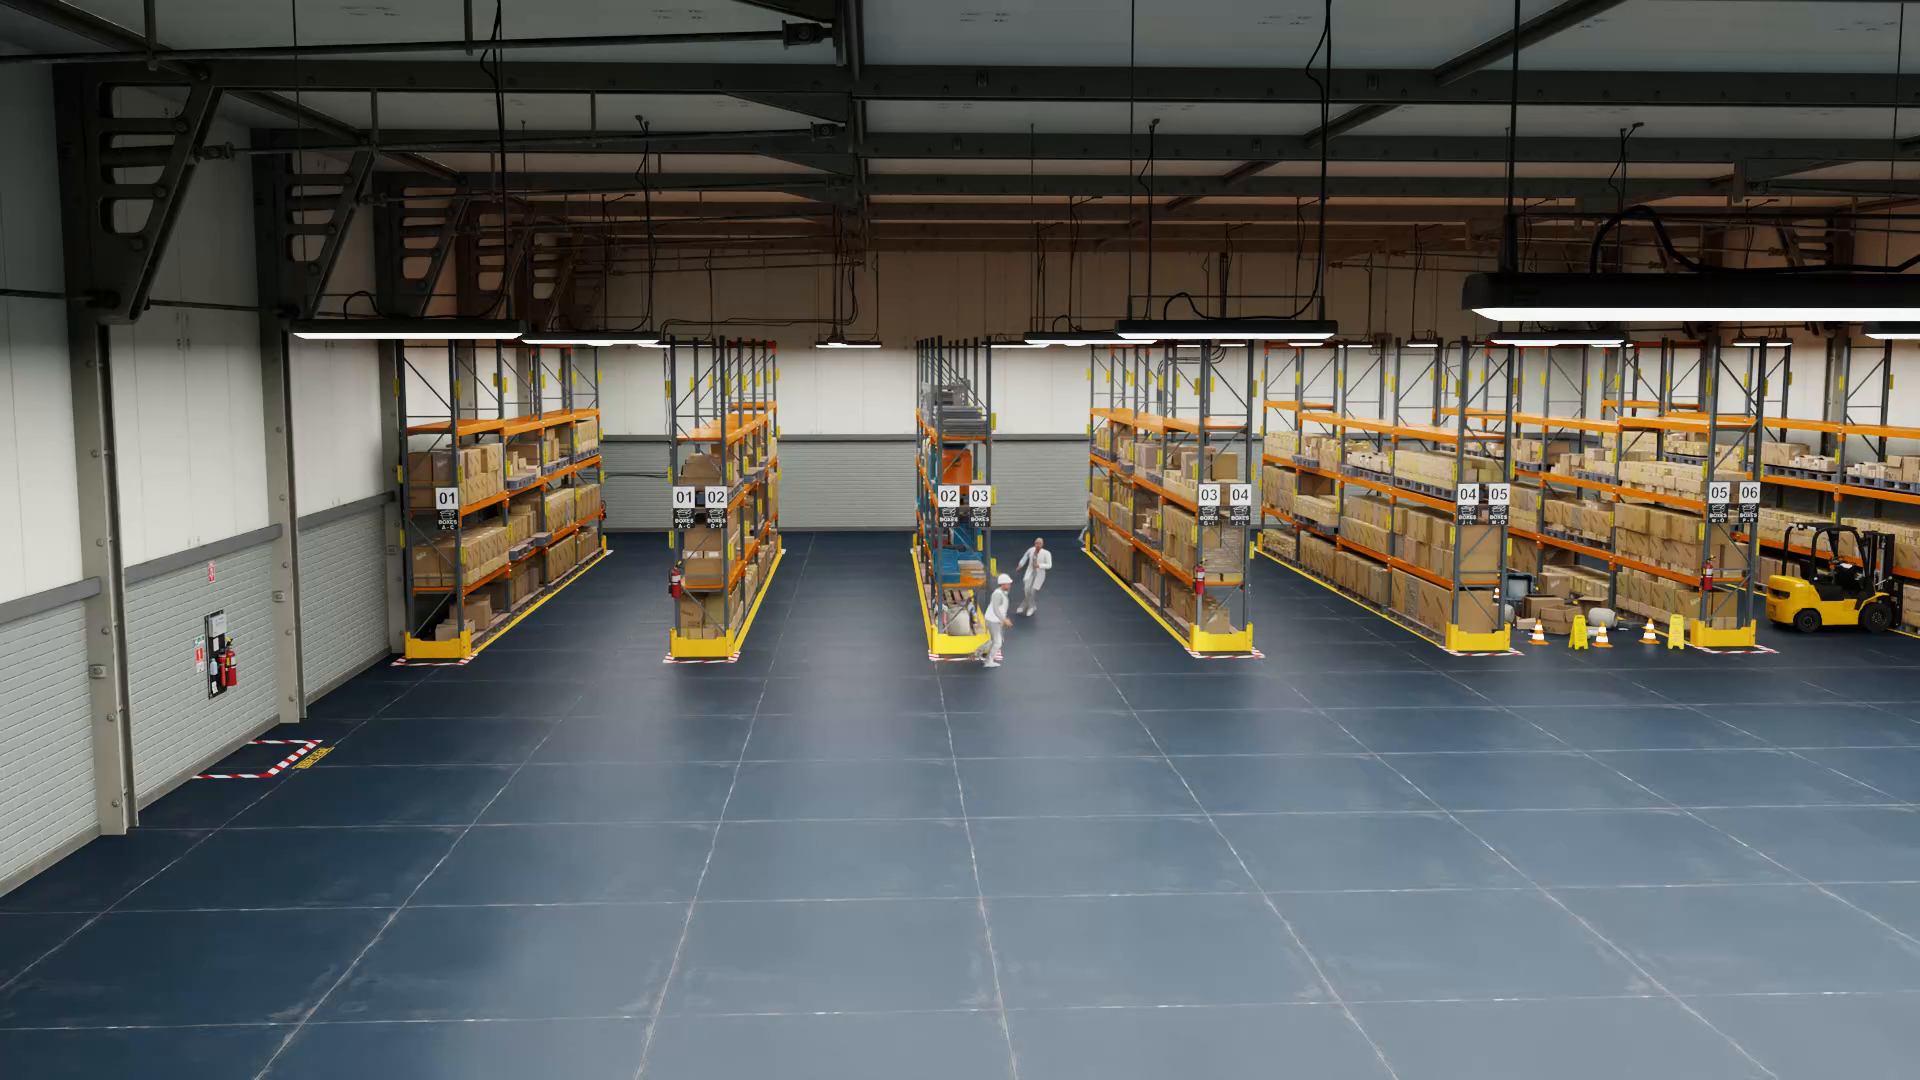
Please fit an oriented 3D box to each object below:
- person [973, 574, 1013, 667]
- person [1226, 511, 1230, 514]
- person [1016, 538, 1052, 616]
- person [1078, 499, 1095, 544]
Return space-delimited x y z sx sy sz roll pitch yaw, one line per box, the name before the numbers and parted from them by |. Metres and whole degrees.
person | 0.602 1.458 30.171 0.757 1.704 0.633 1 7 11
person | 6.690 0.147 41.576 0.651 1.792 0.888 -1 7 -5
person | 1.594 0.782 35.997 0.842 1.683 0.756 1 7 11
person | 3.947 -0.729 48.686 0.991 1.764 0.679 1 7 6
